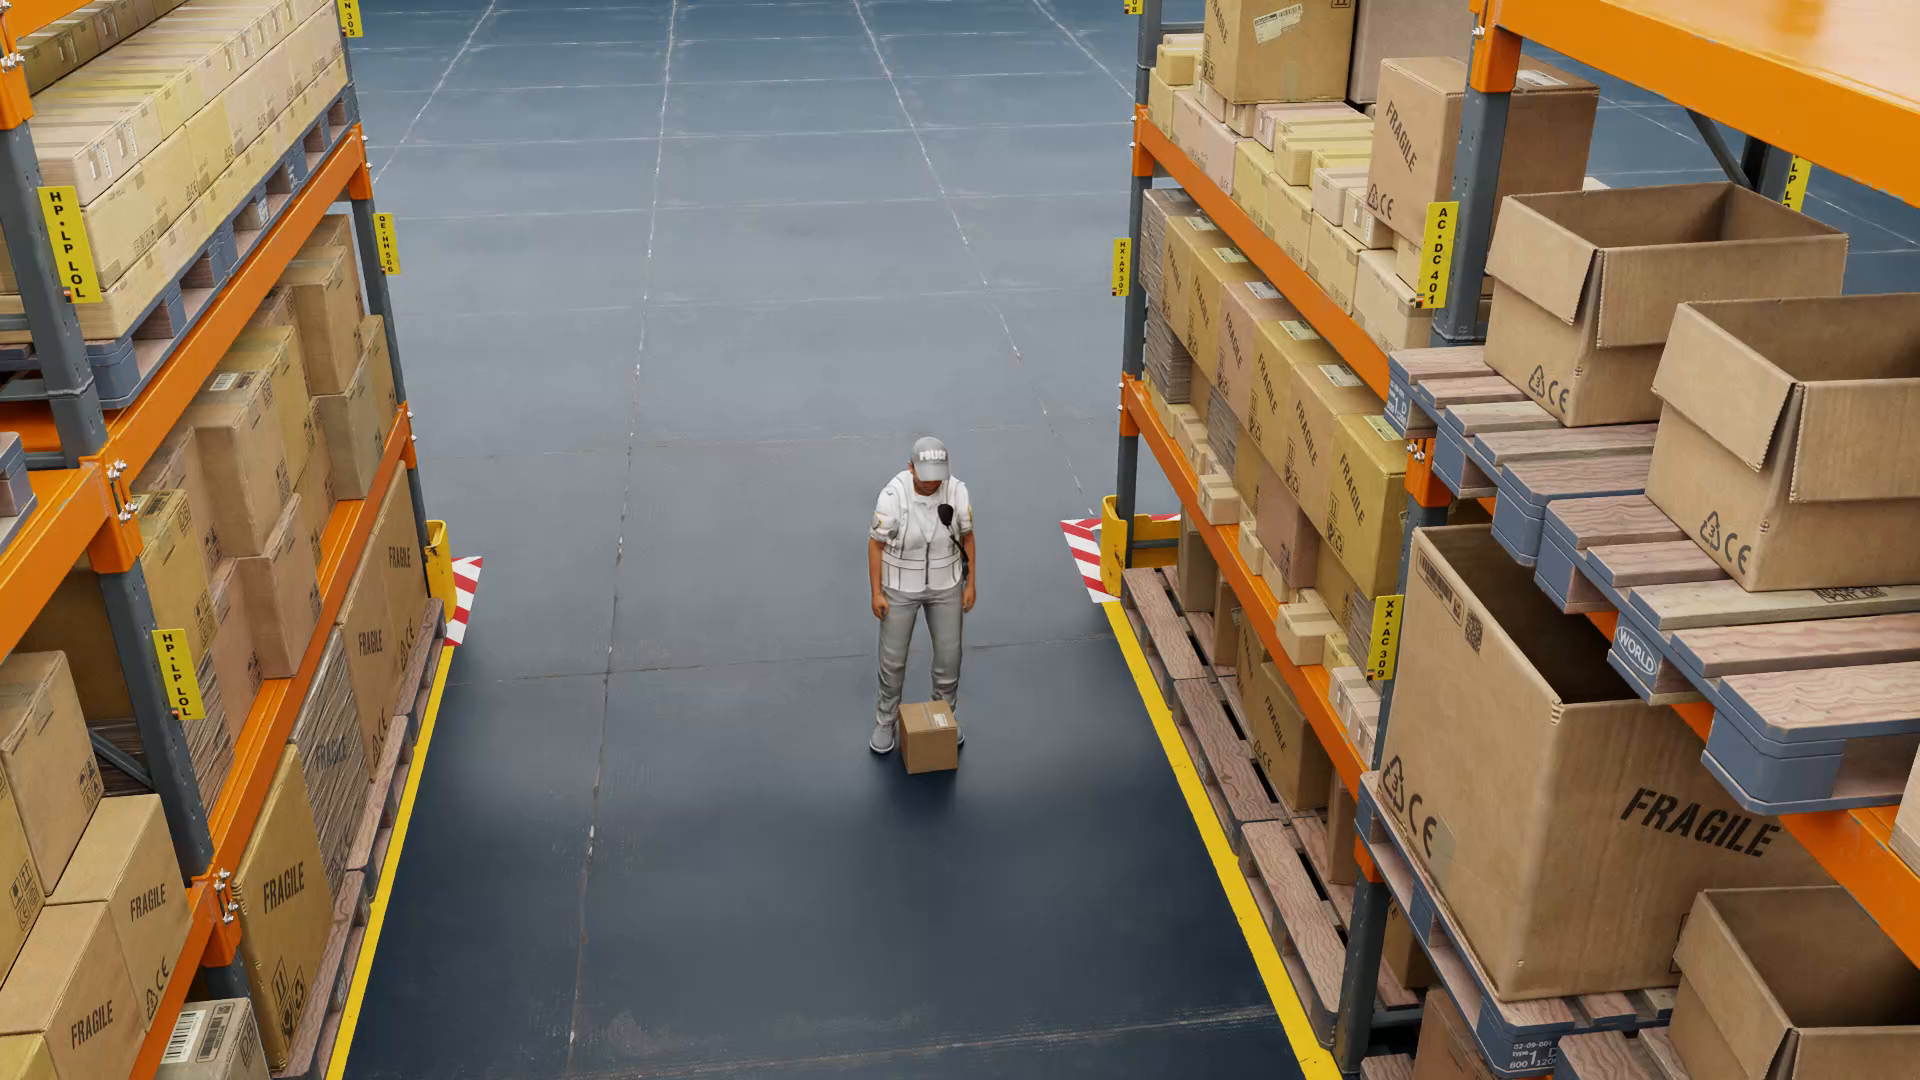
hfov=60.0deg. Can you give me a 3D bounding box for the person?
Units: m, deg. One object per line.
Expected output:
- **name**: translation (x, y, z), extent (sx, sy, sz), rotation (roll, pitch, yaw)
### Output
- **person**: translation (-0.192, 0.249, 8.129), extent (0.564, 1.666, 0.466), rotation (-5, 28, -10)
